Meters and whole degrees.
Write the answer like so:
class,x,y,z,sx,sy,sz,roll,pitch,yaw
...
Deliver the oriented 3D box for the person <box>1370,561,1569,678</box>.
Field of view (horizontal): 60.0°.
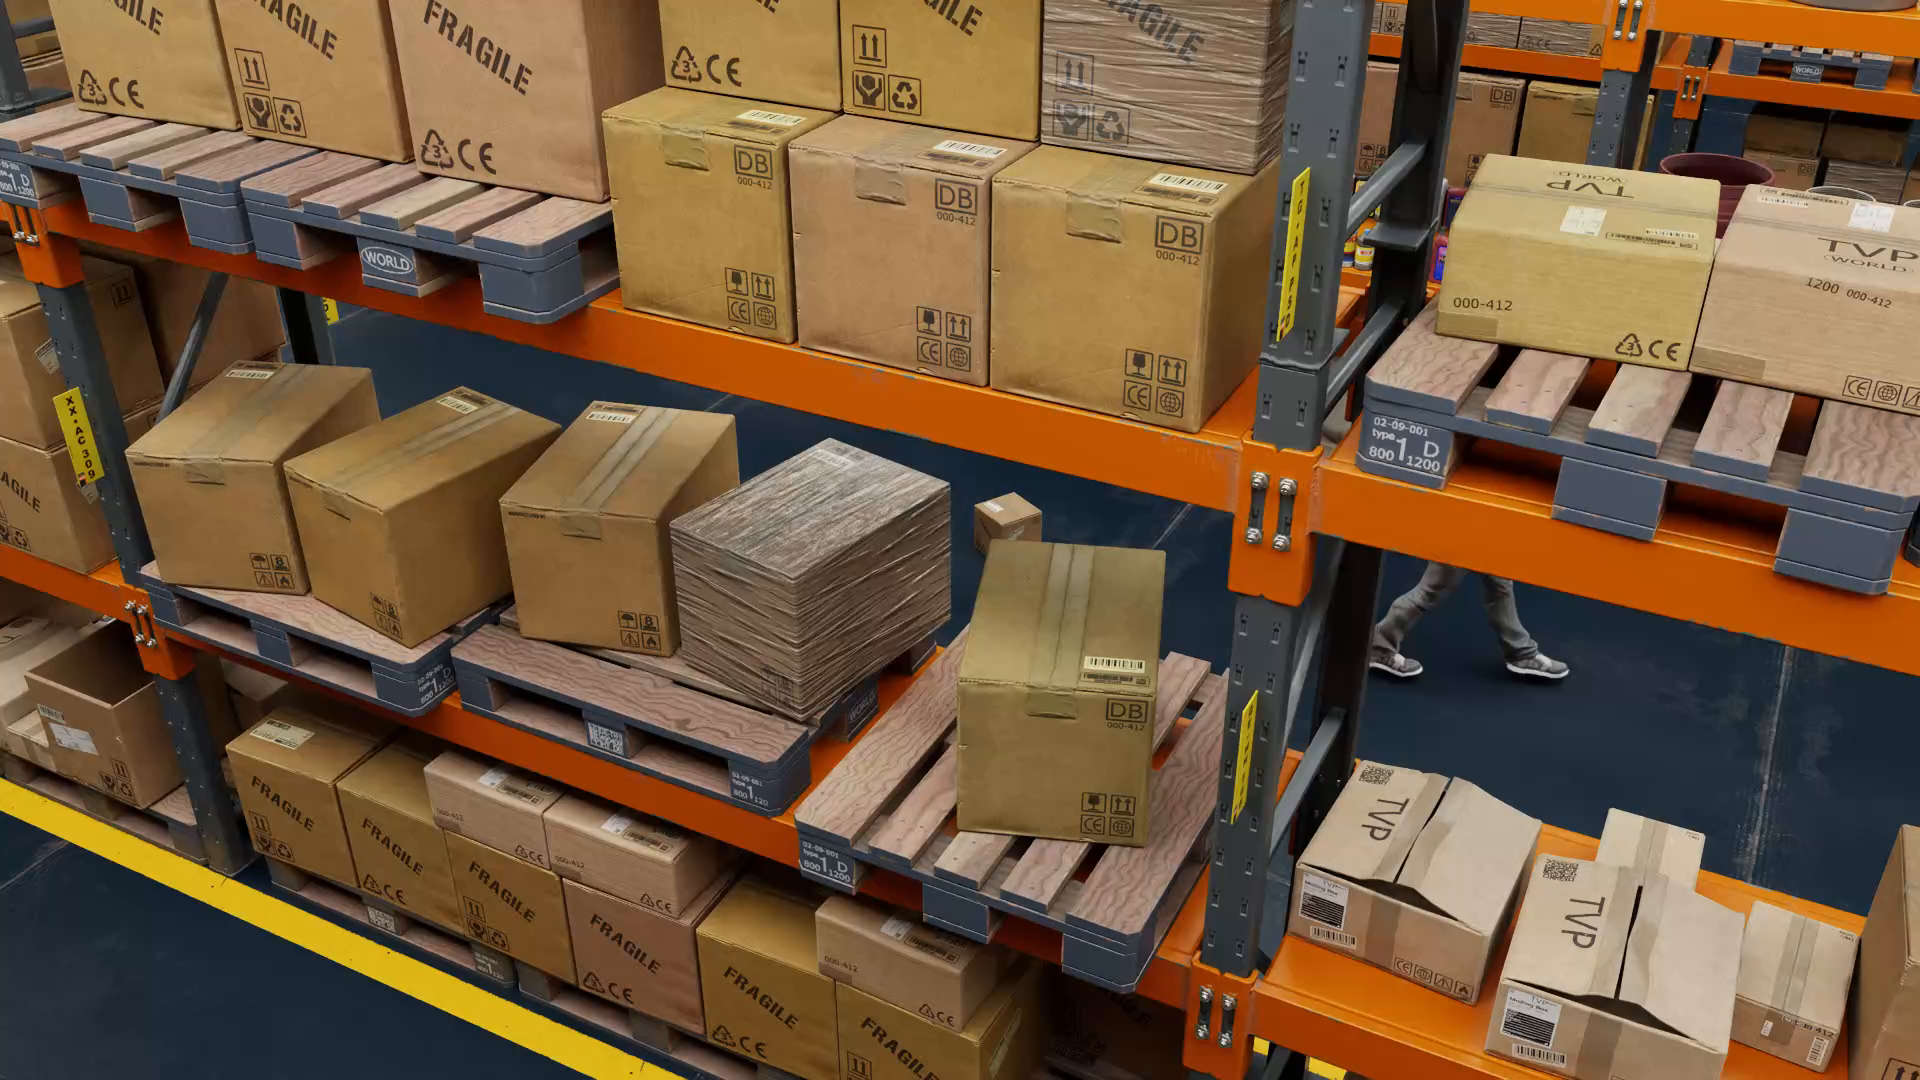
class,x,y,z,sx,sy,sz,roll,pitch,yaw
person,2.290,-0.043,7.192,0.921,1.545,0.414,9,32,15
